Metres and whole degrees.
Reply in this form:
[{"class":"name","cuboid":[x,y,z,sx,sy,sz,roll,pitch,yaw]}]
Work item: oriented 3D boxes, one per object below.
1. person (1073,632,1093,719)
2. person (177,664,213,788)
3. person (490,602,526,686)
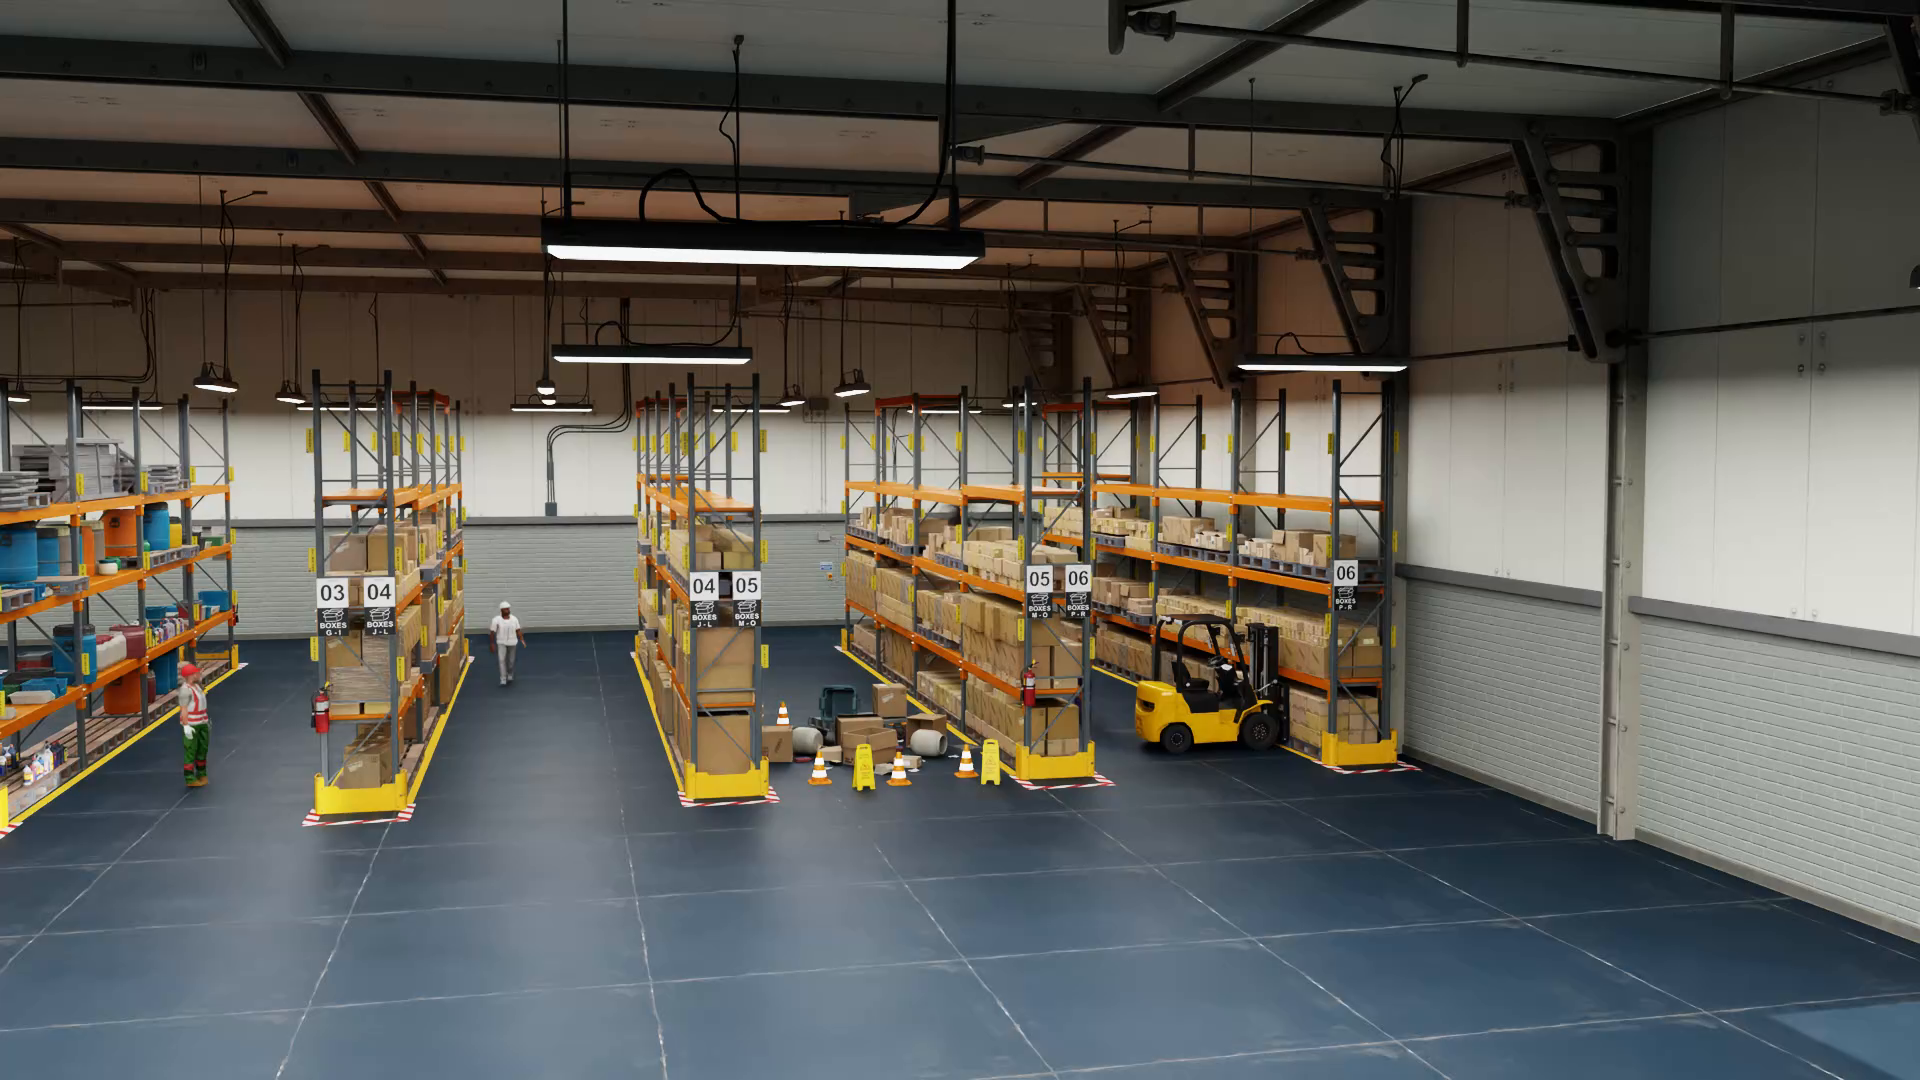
[{"class":"person","cuboid":[2.120,2.452,30.211,0.575,1.630,0.735,-1,3,-16]},{"class":"person","cuboid":[-11.190,2.720,24.333,0.422,1.821,0.614,1,3,15]},{"class":"person","cuboid":[-9.383,2.143,34.489,0.718,1.718,1.058,-1,3,-17]}]
